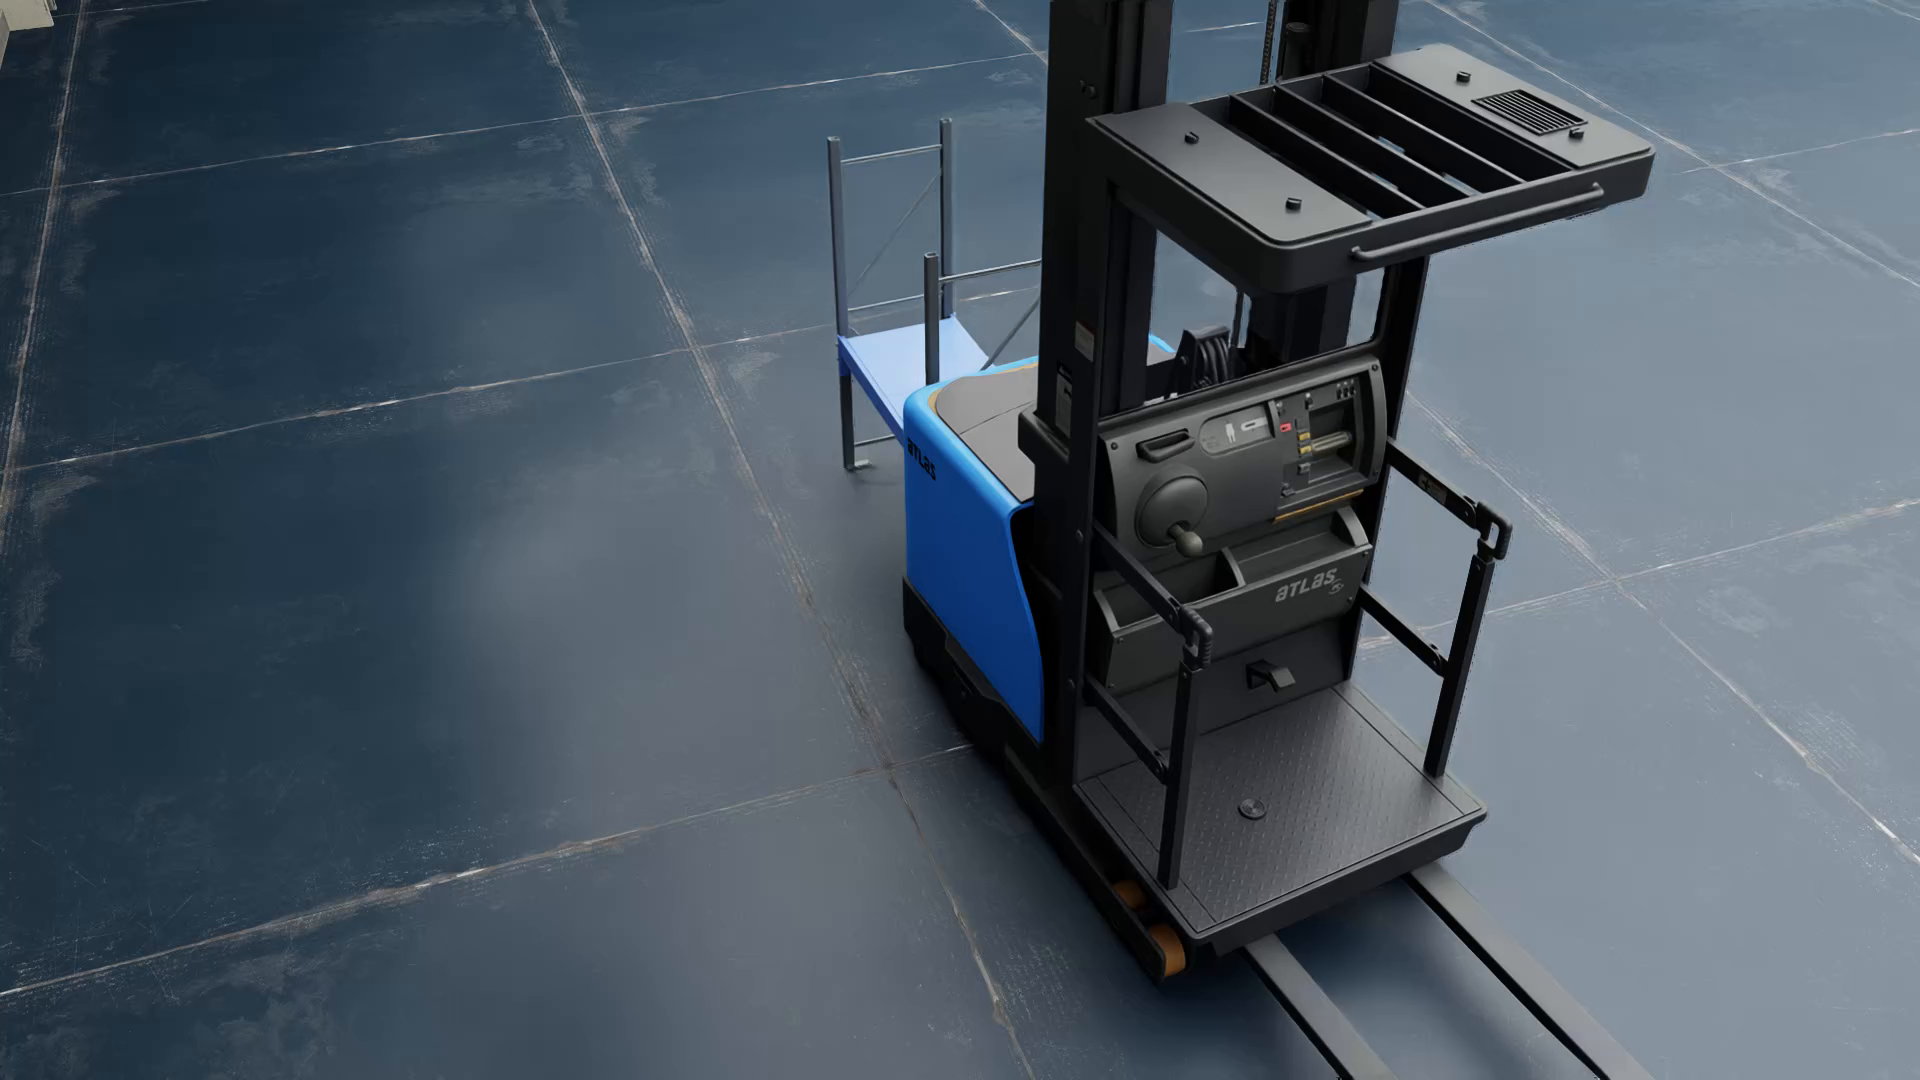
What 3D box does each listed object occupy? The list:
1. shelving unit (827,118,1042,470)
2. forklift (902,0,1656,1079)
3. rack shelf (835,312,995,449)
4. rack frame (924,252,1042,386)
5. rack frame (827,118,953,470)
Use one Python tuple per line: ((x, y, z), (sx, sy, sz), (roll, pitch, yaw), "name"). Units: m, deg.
((-0.074, -0.682, 6.409), (0.538, 1.500, 1.048), (-14, 39, -17), "shelving unit")
((0.917, -0.166, 4.534), (1.130, 2.935, 3.031), (-17, 40, -22), "forklift")
((-0.074, -0.538, 6.517), (0.538, 0.185, 1.000), (-14, 39, -17), "rack shelf")
((0.116, -0.398, 6.032), (0.500, 1.500, 0.032), (-14, 39, -17), "rack frame")
((-0.265, -0.965, 6.785), (0.500, 1.500, 0.032), (-14, 39, -17), "rack frame")
